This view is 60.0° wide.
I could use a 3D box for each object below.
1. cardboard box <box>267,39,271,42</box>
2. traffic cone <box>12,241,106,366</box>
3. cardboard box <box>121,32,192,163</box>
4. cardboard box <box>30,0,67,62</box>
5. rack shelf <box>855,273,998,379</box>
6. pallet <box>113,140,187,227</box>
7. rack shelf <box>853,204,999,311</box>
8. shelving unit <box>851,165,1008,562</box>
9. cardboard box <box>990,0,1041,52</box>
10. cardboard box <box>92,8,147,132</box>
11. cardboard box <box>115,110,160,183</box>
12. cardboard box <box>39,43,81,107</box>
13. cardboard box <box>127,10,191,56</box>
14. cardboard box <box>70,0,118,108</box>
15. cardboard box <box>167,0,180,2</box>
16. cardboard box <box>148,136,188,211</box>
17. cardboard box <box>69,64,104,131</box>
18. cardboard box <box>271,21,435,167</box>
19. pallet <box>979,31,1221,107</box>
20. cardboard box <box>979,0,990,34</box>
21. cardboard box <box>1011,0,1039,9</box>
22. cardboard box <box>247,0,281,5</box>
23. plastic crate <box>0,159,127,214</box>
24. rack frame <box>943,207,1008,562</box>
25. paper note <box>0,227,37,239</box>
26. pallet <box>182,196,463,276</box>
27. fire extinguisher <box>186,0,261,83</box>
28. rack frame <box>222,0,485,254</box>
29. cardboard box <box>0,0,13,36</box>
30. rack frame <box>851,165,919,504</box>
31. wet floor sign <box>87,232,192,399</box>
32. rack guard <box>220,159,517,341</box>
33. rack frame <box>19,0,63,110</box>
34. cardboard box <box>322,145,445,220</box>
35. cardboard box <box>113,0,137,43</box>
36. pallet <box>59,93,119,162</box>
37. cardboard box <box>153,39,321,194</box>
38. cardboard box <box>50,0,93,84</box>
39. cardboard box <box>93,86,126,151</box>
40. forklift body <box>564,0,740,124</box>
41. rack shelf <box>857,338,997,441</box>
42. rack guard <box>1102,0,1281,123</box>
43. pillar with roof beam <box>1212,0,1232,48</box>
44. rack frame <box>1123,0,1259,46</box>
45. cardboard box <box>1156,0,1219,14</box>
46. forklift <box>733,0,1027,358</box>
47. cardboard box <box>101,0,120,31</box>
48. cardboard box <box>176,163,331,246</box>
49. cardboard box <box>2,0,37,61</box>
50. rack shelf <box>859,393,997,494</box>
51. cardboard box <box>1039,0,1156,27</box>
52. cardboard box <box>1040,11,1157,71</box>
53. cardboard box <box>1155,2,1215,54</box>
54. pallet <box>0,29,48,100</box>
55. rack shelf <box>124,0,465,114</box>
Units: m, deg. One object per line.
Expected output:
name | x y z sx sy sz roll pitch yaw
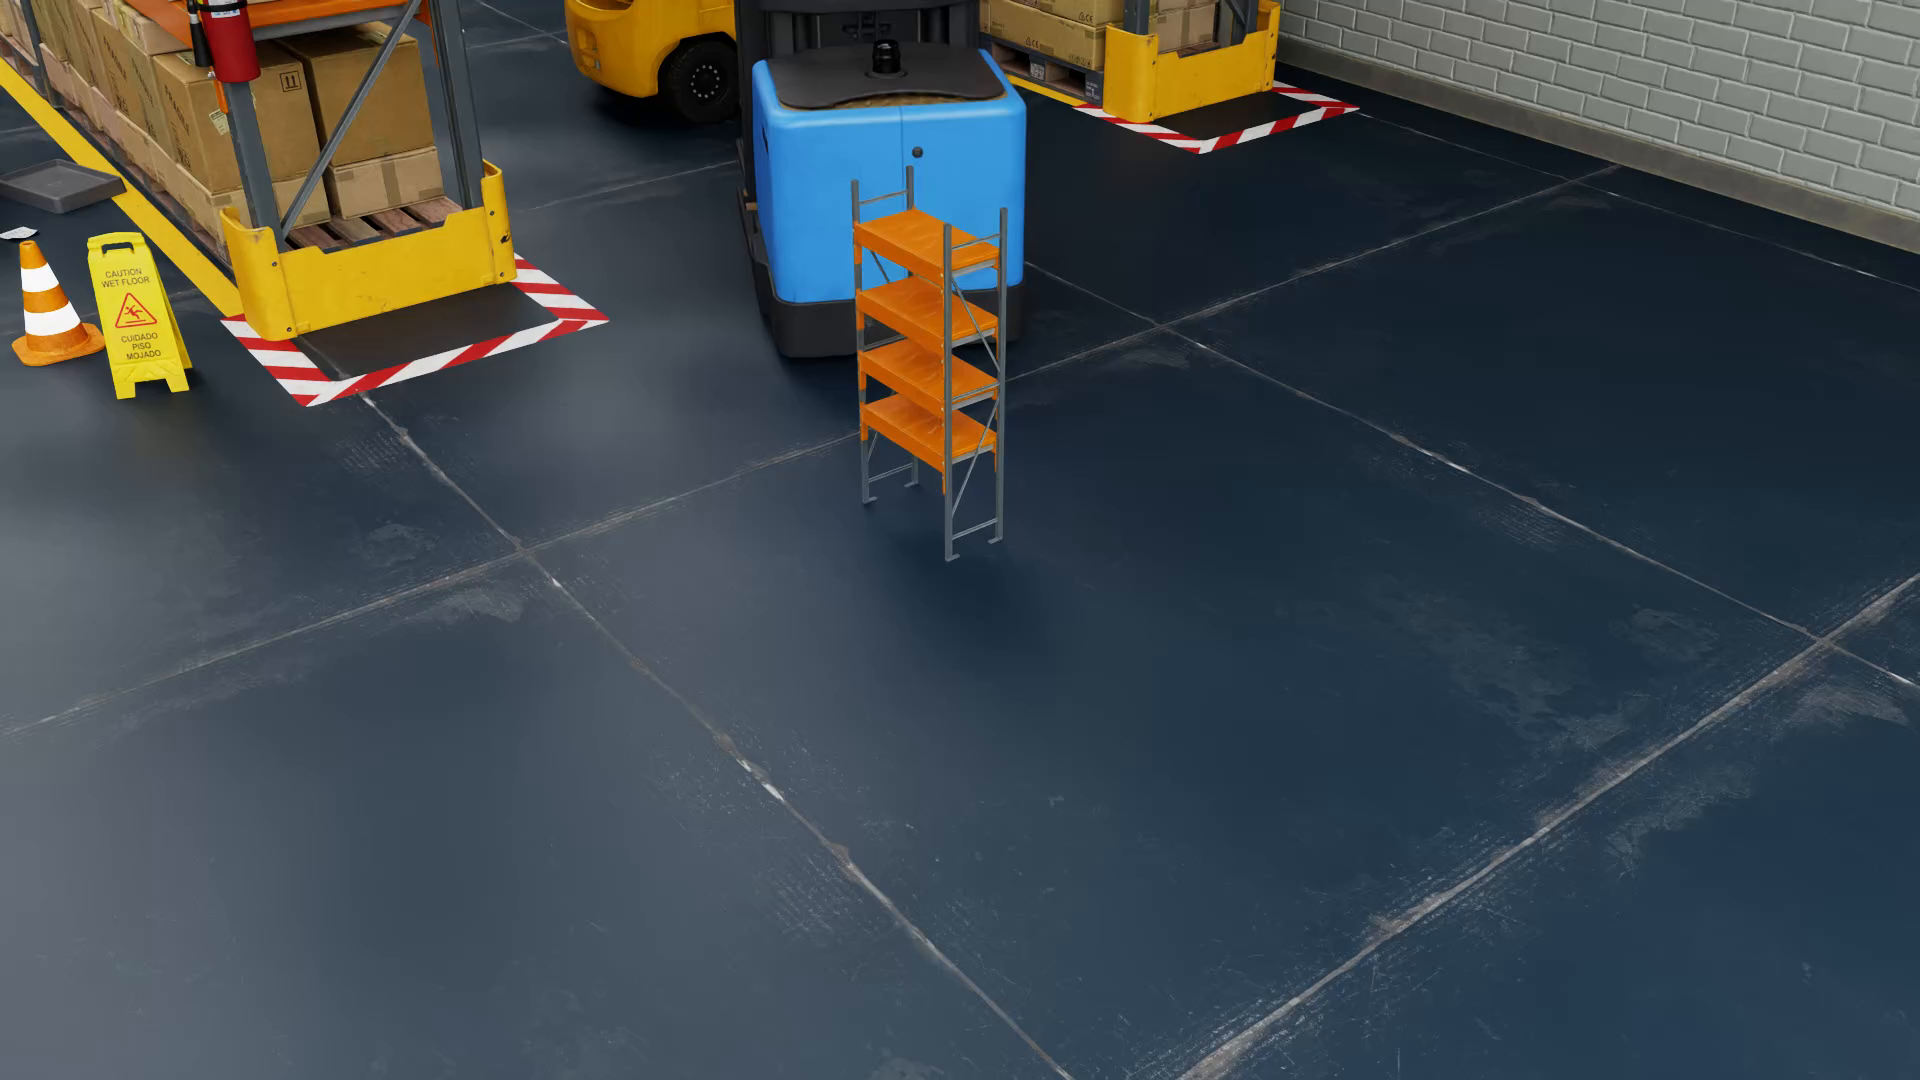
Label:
cardboard box | -3.165 -2.321 8.141 0.500 0.500 0.500 -24 39 -33
traffic cone | -3.832 -1.024 6.961 0.336 0.463 0.334 -22 38 -31
cardboard box | -3.570 -2.135 7.842 0.500 0.500 0.500 -21 37 -30
cardboard box | -4.854 -3.003 9.239 0.500 0.500 0.500 -20 37 -29
rack shelf | -0.102 -0.712 5.462 0.258 0.148 0.480 -22 38 -31
pallet | -3.810 -2.045 8.843 1.003 0.211 1.213 -22 38 -31
rack shelf | -0.102 -0.912 5.337 0.258 0.148 0.480 -22 38 -31
shelving unit | -0.102 -0.579 5.544 0.258 1.200 0.503 -22 38 -31
cardboard box | 0.534 -3.262 10.367 0.500 0.250 0.500 -22 38 -31
cardboard box | -3.874 -2.347 8.184 0.500 0.500 0.500 -23 39 -32
cardboard box | -3.895 -2.035 8.392 0.500 0.250 0.500 -24 39 -33
cardboard box | -4.854 -2.684 9.437 0.500 0.250 0.500 -24 39 -33
cardboard box | -3.525 -2.325 7.533 0.380 0.149 0.250 -21 38 -30
cardboard box | -4.200 -2.567 8.537 0.500 0.500 0.500 -20 37 -29
cardboard box | -3.191 -2.390 6.993 0.380 0.149 0.250 -23 38 -32
cardboard box | -3.569 -1.819 8.043 0.500 0.250 0.500 -22 38 -31
cardboard box | -4.518 -2.465 9.085 0.500 0.250 0.500 -20 37 -29
cardboard box | -2.841 -2.104 7.792 0.500 0.500 0.500 -24 39 -33
pallet | 0.867 -3.068 10.490 1.003 0.211 1.213 -22 38 -31
cardboard box | 0.234 -3.473 10.707 0.500 0.250 0.500 -22 38 -31
cardboard box | 0.524 -3.484 10.252 0.500 0.250 0.500 -23 38 -32
cardboard box | -2.948 -2.320 6.880 0.380 0.149 0.250 -21 37 -30
plastic crate | -4.688 -1.847 8.648 0.583 0.080 0.402 18 36 27
rack frame | 0.048 -0.477 5.381 0.240 1.200 0.015 -22 38 -31
paper note | -4.618 -1.508 8.149 0.148 0.019 0.142 18 36 27
pallet | -3.067 -1.537 8.025 1.003 0.211 1.213 -22 38 -31
fire extinguisher | -2.844 -2.110 6.378 0.296 0.674 0.183 -22 38 -31
rack frame | -2.550 -2.340 6.675 1.000 3.000 0.127 -22 38 -31
cardboard box | -5.770 -3.586 10.773 0.950 0.372 0.625 -20 37 -29
rack frame | -0.251 -0.680 5.708 0.240 1.200 0.015 -22 38 -31
wet floor sign | -3.278 -0.915 6.611 0.267 0.644 0.232 -10 33 -15
rack guard | -2.596 -1.310 7.385 1.175 0.500 0.348 -22 38 -31
rack frame | -5.003 -4.007 9.359 1.000 3.000 0.127 -22 38 -31
cardboard box | -2.826 -1.776 7.975 0.500 0.250 0.500 -23 38 -32
cardboard box | -3.677 -2.431 7.704 0.380 0.149 0.250 -22 38 -31
pallet | -4.563 -2.554 9.662 1.003 0.211 1.213 -22 38 -31
cardboard box | -3.247 -1.918 7.493 0.500 0.500 0.500 -22 38 -31
cardboard box | -4.516 -2.783 8.886 0.500 0.500 0.500 -21 37 -30
cardboard box | -4.190 -2.245 8.730 0.500 0.250 0.500 -23 38 -32
forklift body | -1.235 -3.787 9.809 2.313 2.155 1.214 -22 38 -31
rack shelf | -0.102 -0.522 5.580 0.258 0.148 0.480 -22 38 -31
rack guard | 1.384 -2.876 9.906 1.175 0.500 0.348 -22 38 -31
pillar with roof beam | -1.747 -5.685 6.374 9.100 9.000 0.400 -22 38 -31
rack frame | 1.369 -3.948 9.263 1.000 3.000 0.127 -22 38 -31
cardboard box | 1.245 -3.433 10.169 0.500 0.250 0.500 -21 38 -31
forklift | -0.501 -2.755 7.408 1.130 2.935 3.031 -6 32 -9
cardboard box | -3.837 -2.541 7.881 0.380 0.149 0.250 -21 37 -29
cardboard box | -3.273 -1.610 7.708 0.500 0.250 0.500 -22 38 -32
cardboard box | -5.326 -3.287 10.292 0.950 0.372 0.625 -22 38 -31
rack shelf | -0.102 -0.353 5.685 0.258 0.148 0.480 -22 38 -31
cardboard box | 0.824 -3.272 9.909 0.500 0.250 0.500 -23 38 -32
cardboard box | 0.831 -3.051 10.028 0.500 0.250 0.500 -22 38 -31
cardboard box | 1.222 -3.226 10.309 0.500 0.250 0.500 -22 38 -31
pallet | -5.481 -3.147 10.616 1.003 0.211 1.213 -22 38 -31
rack shelf | -3.776 -2.868 8.207 1.077 0.370 4.000 -22 38 -31
